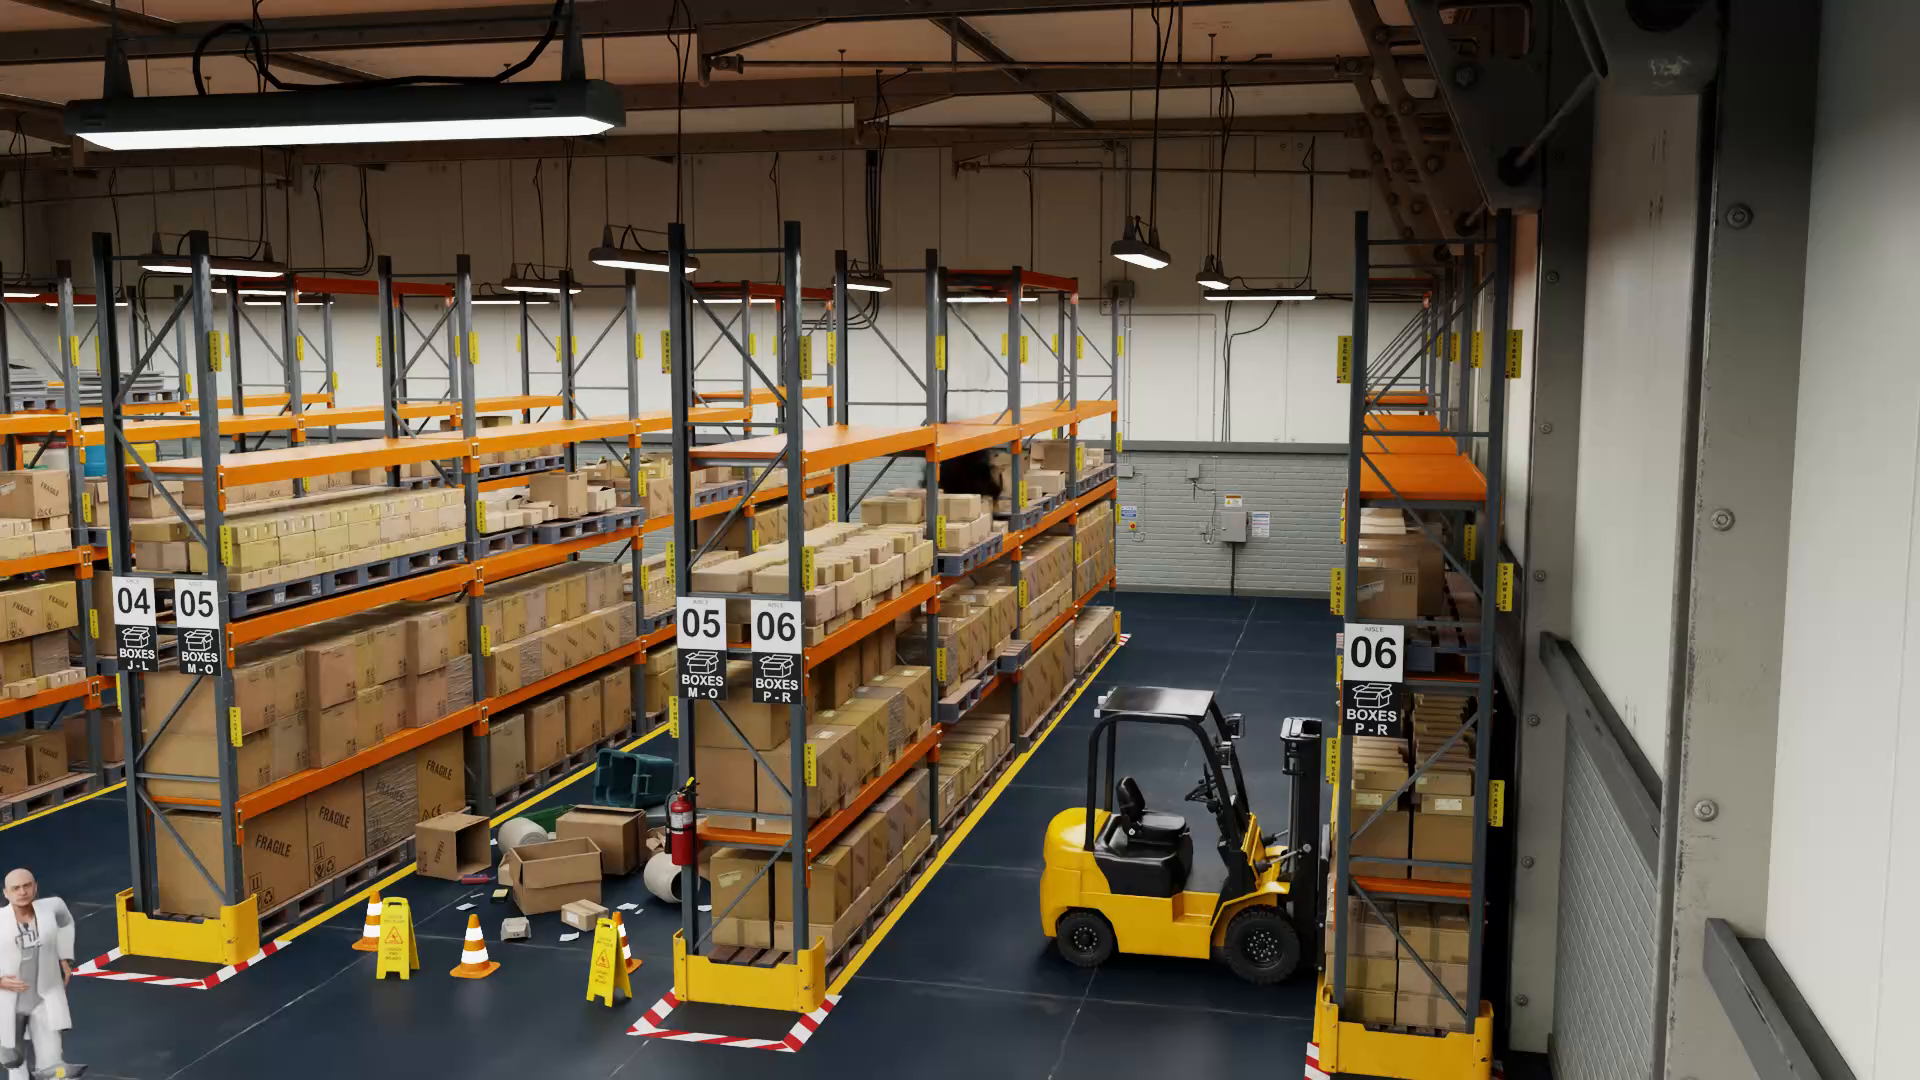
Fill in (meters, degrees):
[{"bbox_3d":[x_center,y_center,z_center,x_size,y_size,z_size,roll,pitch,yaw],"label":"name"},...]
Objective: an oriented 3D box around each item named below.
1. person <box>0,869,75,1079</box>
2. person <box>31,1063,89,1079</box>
[{"bbox_3d":[-6.070,2.998,10.766,0.673,1.781,1.223,-4,8,-32],"label":"person"},{"bbox_3d":[-4.367,3.340,8.232,0.639,1.704,0.807,-3,8,-25],"label":"person"}]
